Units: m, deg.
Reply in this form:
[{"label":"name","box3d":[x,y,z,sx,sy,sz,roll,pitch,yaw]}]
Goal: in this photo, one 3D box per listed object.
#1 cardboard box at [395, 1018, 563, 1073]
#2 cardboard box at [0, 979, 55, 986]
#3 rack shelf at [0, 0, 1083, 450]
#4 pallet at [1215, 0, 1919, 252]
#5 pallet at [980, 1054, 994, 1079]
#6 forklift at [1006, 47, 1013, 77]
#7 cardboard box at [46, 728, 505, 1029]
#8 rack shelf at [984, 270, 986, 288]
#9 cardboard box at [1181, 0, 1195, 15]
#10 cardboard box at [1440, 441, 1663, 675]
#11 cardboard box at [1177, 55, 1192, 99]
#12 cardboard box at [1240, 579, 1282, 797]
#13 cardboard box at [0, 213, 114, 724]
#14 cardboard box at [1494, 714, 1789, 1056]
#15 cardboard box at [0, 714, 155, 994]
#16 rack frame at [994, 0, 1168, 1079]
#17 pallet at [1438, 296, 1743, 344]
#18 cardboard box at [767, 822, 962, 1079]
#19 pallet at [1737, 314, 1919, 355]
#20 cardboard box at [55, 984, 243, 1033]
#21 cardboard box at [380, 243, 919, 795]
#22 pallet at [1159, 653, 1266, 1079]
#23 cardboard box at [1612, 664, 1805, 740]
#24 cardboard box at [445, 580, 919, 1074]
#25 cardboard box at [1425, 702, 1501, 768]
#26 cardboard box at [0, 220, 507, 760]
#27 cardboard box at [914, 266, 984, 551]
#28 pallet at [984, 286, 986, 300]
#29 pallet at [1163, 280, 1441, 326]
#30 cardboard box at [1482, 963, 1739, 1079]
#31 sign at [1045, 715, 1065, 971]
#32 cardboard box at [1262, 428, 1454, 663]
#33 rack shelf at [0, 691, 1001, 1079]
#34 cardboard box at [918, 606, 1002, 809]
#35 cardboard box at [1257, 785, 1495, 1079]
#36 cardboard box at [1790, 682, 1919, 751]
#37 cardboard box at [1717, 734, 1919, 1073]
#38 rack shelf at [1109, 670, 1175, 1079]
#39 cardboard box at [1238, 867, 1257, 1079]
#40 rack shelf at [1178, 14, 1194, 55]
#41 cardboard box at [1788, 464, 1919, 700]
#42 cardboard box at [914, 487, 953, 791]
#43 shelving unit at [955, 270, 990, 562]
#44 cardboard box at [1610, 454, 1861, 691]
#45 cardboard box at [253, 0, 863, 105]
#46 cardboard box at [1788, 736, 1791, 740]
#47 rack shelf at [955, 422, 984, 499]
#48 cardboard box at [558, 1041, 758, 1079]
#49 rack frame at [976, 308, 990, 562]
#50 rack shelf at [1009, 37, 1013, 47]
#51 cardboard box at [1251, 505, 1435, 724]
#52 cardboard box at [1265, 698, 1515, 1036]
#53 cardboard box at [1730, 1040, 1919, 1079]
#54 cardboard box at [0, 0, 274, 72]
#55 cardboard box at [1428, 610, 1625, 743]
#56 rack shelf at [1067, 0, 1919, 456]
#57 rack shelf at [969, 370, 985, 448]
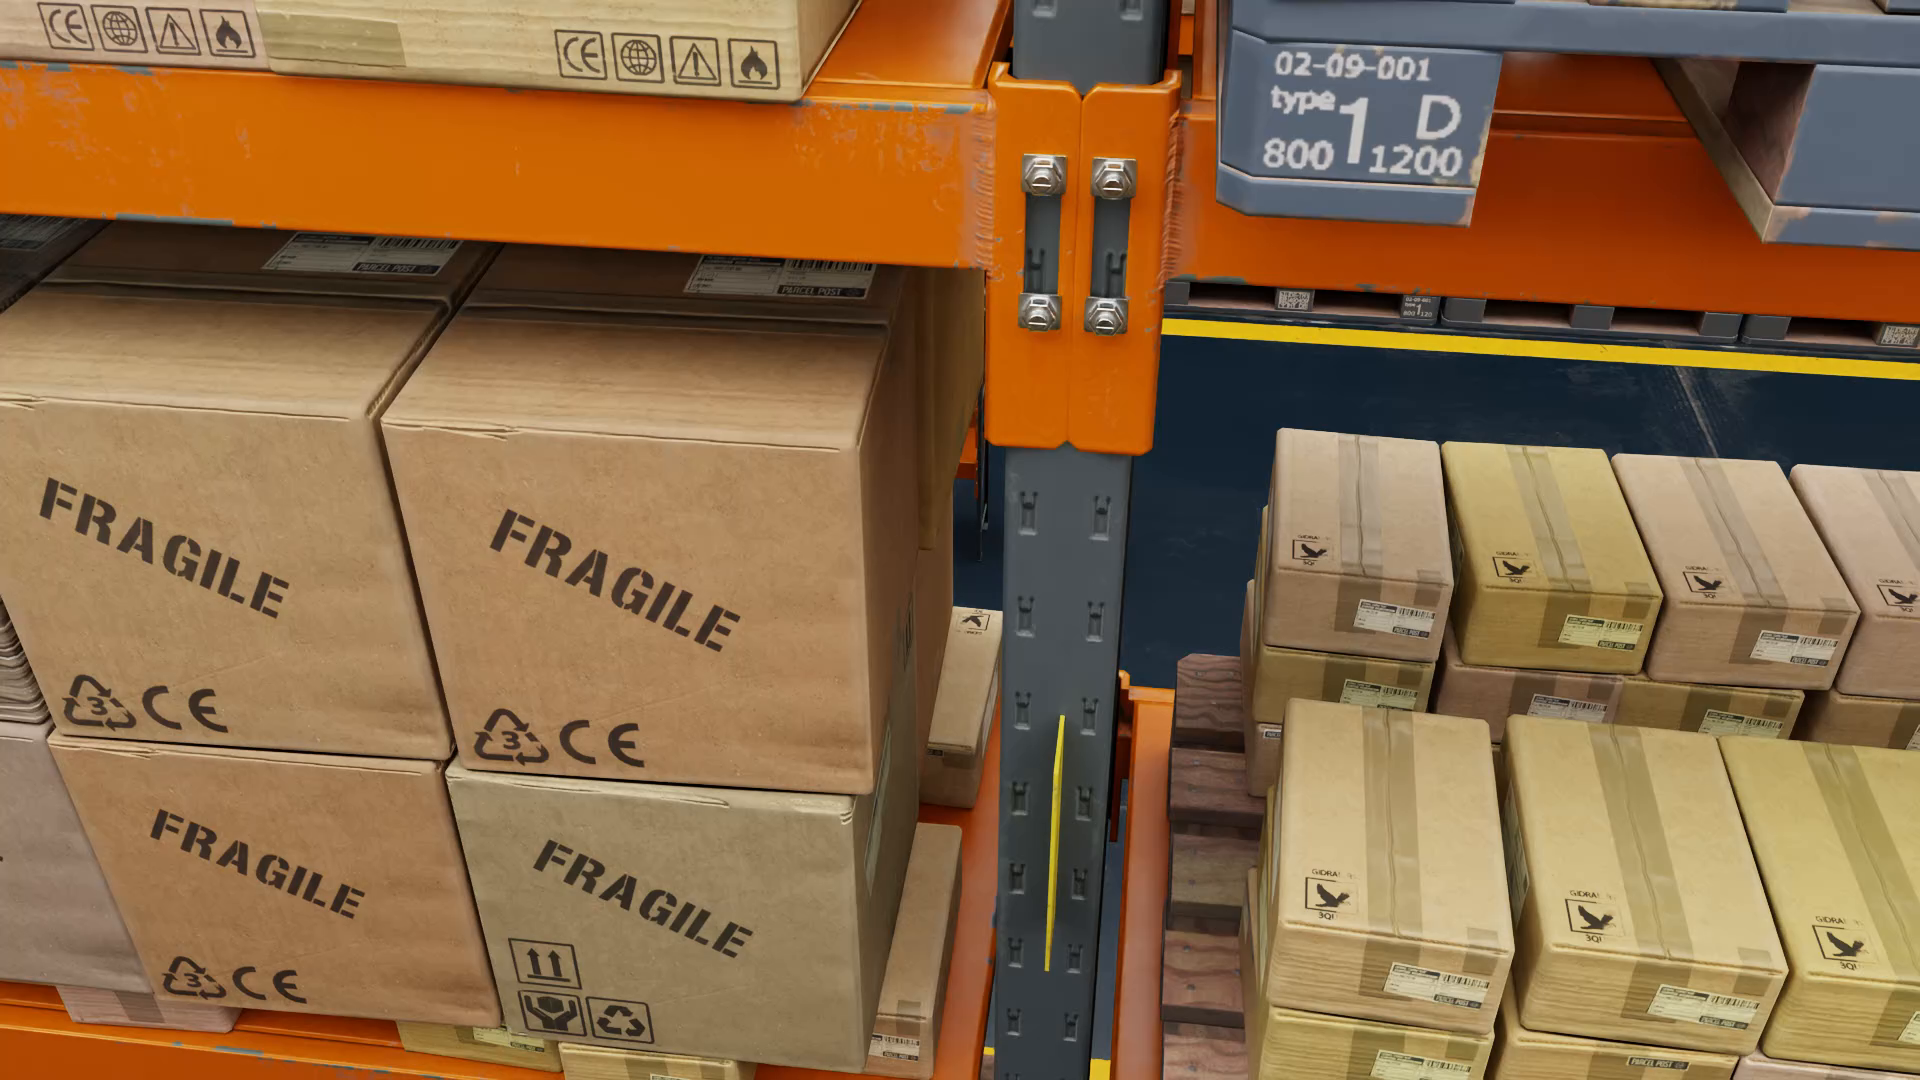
[{"label":"cardboard box","box3d":[-0.669,0.599,2.545,0.250,0.149,0.380,6,36,8]},{"label":"cardboard box","box3d":[-1.440,0.513,2.665,0.250,0.149,0.380,4,36,5]},{"label":"rack shelf","box3d":[-1.813,-0.683,2.162,4.000,0.370,1.077,4,36,6]},{"label":"pallet","box3d":[0.770,-0.644,1.650,1.003,0.211,1.213,4,36,6]},{"label":"pallet","box3d":[-0.499,1.499,3.468,1.213,0.211,1.003,4,36,6]},{"label":"forklift","box3d":[0.298,-3.910,8.706,3.031,2.935,1.130,4,36,5]},{"label":"cardboard box","box3d":[-0.859,0.319,2.378,0.500,0.500,0.500,3,36,5]},{"label":"rack shelf","box3d":[-0.164,-0.820,5.190,0.480,0.148,0.258,4,36,6]},{"label":"cardboard box","box3d":[1.104,-2.221,6.408,0.500,0.250,0.500,3,36,5]},{"label":"cardboard box","box3d":[0.861,0.019,2.484,0.250,0.149,0.380,3,36,5]},{"label":"cardboard box","box3d":[1.327,-1.773,7.119,0.875,0.875,0.875,5,36,7]},{"label":"cardboard box","box3d":[0.590,0.240,2.686,0.250,0.149,0.380,3,36,5]},{"label":"cardboard box","box3d":[-1.349,-0.136,2.155,0.500,0.500,0.500,5,36,7]},{"label":"cardboard box","box3d":[0.781,0.394,1.959,0.250,0.149,0.380,5,36,7]},{"label":"cardboard box","box3d":[-1.353,0.282,2.431,0.500,0.500,0.500,4,36,6]},{"label":"rack frame","box3d":[0.171,0.395,2.614,0.053,2.616,0.949,4,36,6]},{"label":"pallet","box3d":[2.690,-1.229,7.290,1.213,0.211,1.003,4,36,6]},{"label":"cardboard box","box3d":[-0.142,0.609,2.530,0.250,0.149,0.380,4,36,5]},{"label":"pallet","box3d":[3.896,-1.137,7.162,1.213,0.211,1.003,4,36,6]},{"label":"cardboard box","box3d":[-1.195,0.563,2.596,0.250,0.149,0.380,3,36,4]},{"label":"cardboard box","box3d":[-0.329,-0.054,2.041,0.500,0.500,0.500,3,36,4]},{"label":"pallet","box3d":[0.911,0.612,2.476,1.213,0.211,1.003,4,36,6]},{"label":"cardboard box","box3d":[1.098,0.158,2.545,0.250,0.149,0.380,6,36,8]},{"label":"cardboard box","box3d":[-0.345,0.358,2.323,0.500,0.500,0.500,4,36,6]},{"label":"cardboard box","box3d":[0.848,0.259,2.660,0.250,0.149,0.380,4,36,6]},{"label":"cardboard box","box3d":[-0.843,-0.090,2.091,0.500,0.500,0.500,3,36,4]},{"label":"cardboard box","box3d":[-0.245,-0.349,2.454,0.500,0.500,0.500,5,36,7]},{"label":"pallet","box3d":[-0.043,-1.433,7.576,1.213,0.211,1.003,4,36,6]},{"label":"pallet","box3d":[1.476,-1.318,7.415,1.213,0.211,1.003,4,36,6]},{"label":"cardboard box","box3d":[0.761,0.516,2.044,0.250,0.149,0.380,4,36,5]},{"label":"sign","box3d":[0.110,0.354,1.926,0.005,0.325,0.100,4,36,6]},{"label":"cardboard box","box3d":[0.594,0.000,2.511,0.250,0.149,0.380,6,36,8]},{"label":"rack shelf","box3d":[-1.813,0.538,3.033,4.000,0.370,1.077,4,36,6]},{"label":"cardboard box","box3d":[-0.068,0.286,2.983,0.250,0.149,0.380,6,36,8]},{"label":"cardboard box","box3d":[0.503,0.498,2.069,0.250,0.149,0.380,5,36,7]},{"label":"cardboard box","box3d":[1.370,0.176,2.520,0.250,0.149,0.380,3,36,4]},{"label":"cardboard box","box3d":[1.035,0.414,1.930,0.250,0.149,0.380,5,36,6]},{"label":"rack shelf","box3d":[2.155,0.834,2.618,4.000,0.370,1.077,4,36,6]},{"label":"cardboard box","box3d":[0.503,0.619,2.156,0.250,0.149,0.380,3,36,4]},{"label":"rack shelf","box3d":[2.685,-2.026,6.625,4.000,0.370,1.077,4,36,6]},{"label":"cardboard box","box3d":[1.377,0.059,2.428,0.250,0.149,0.380,4,36,6]},{"label":"cardboard box","box3d":[-0.288,0.050,2.756,0.500,0.500,0.500,4,36,5]},{"label":"shelving unit","box3d":[-0.164,-0.501,5.419,0.503,1.200,0.258,4,36,6]},{"label":"cardboard box","box3d":[1.117,0.039,2.455,0.250,0.149,0.380,3,36,4]},{"label":"cardboard box","box3d":[-0.350,-0.647,1.622,0.500,0.250,0.500,5,36,7]},{"label":"cardboard box","box3d":[1.344,0.297,2.606,0.250,0.149,0.380,3,36,4]},{"label":"rack shelf","box3d":[-0.164,-0.284,5.573,0.480,0.148,0.258,4,36,6]},{"label":"cardboard box","box3d":[-0.411,0.653,2.469,0.250,0.149,0.380,3,36,5]},{"label":"rack frame","box3d":[0.078,-0.483,5.393,0.015,1.200,0.240,4,36,6]},{"label":"rack shelf","box3d":[-1.282,-2.322,7.040,4.000,0.370,1.077,4,36,6]},{"label":"cardboard box","box3d":[0.591,0.119,2.600,0.250,0.149,0.380,5,36,7]},{"label":"cardboard box","box3d":[0.503,0.377,1.983,0.250,0.149,0.380,6,36,8]},{"label":"cardboard box","box3d":[1.017,0.535,2.018,0.250,0.149,0.380,5,36,7]},{"label":"cardboard box","box3d":[-0.844,-0.691,1.683,0.500,0.250,0.500,4,36,6]},{"label":"cardboard box","box3d":[0.853,0.138,2.573,0.250,0.149,0.380,4,36,6]},{"label":"rack shelf","box3d":[2.155,-0.387,1.747,4.000,0.370,1.077,4,36,6]},{"label":"rack shelf","box3d":[-0.164,-0.446,5.458,0.480,0.148,0.258,4,36,6]}]
